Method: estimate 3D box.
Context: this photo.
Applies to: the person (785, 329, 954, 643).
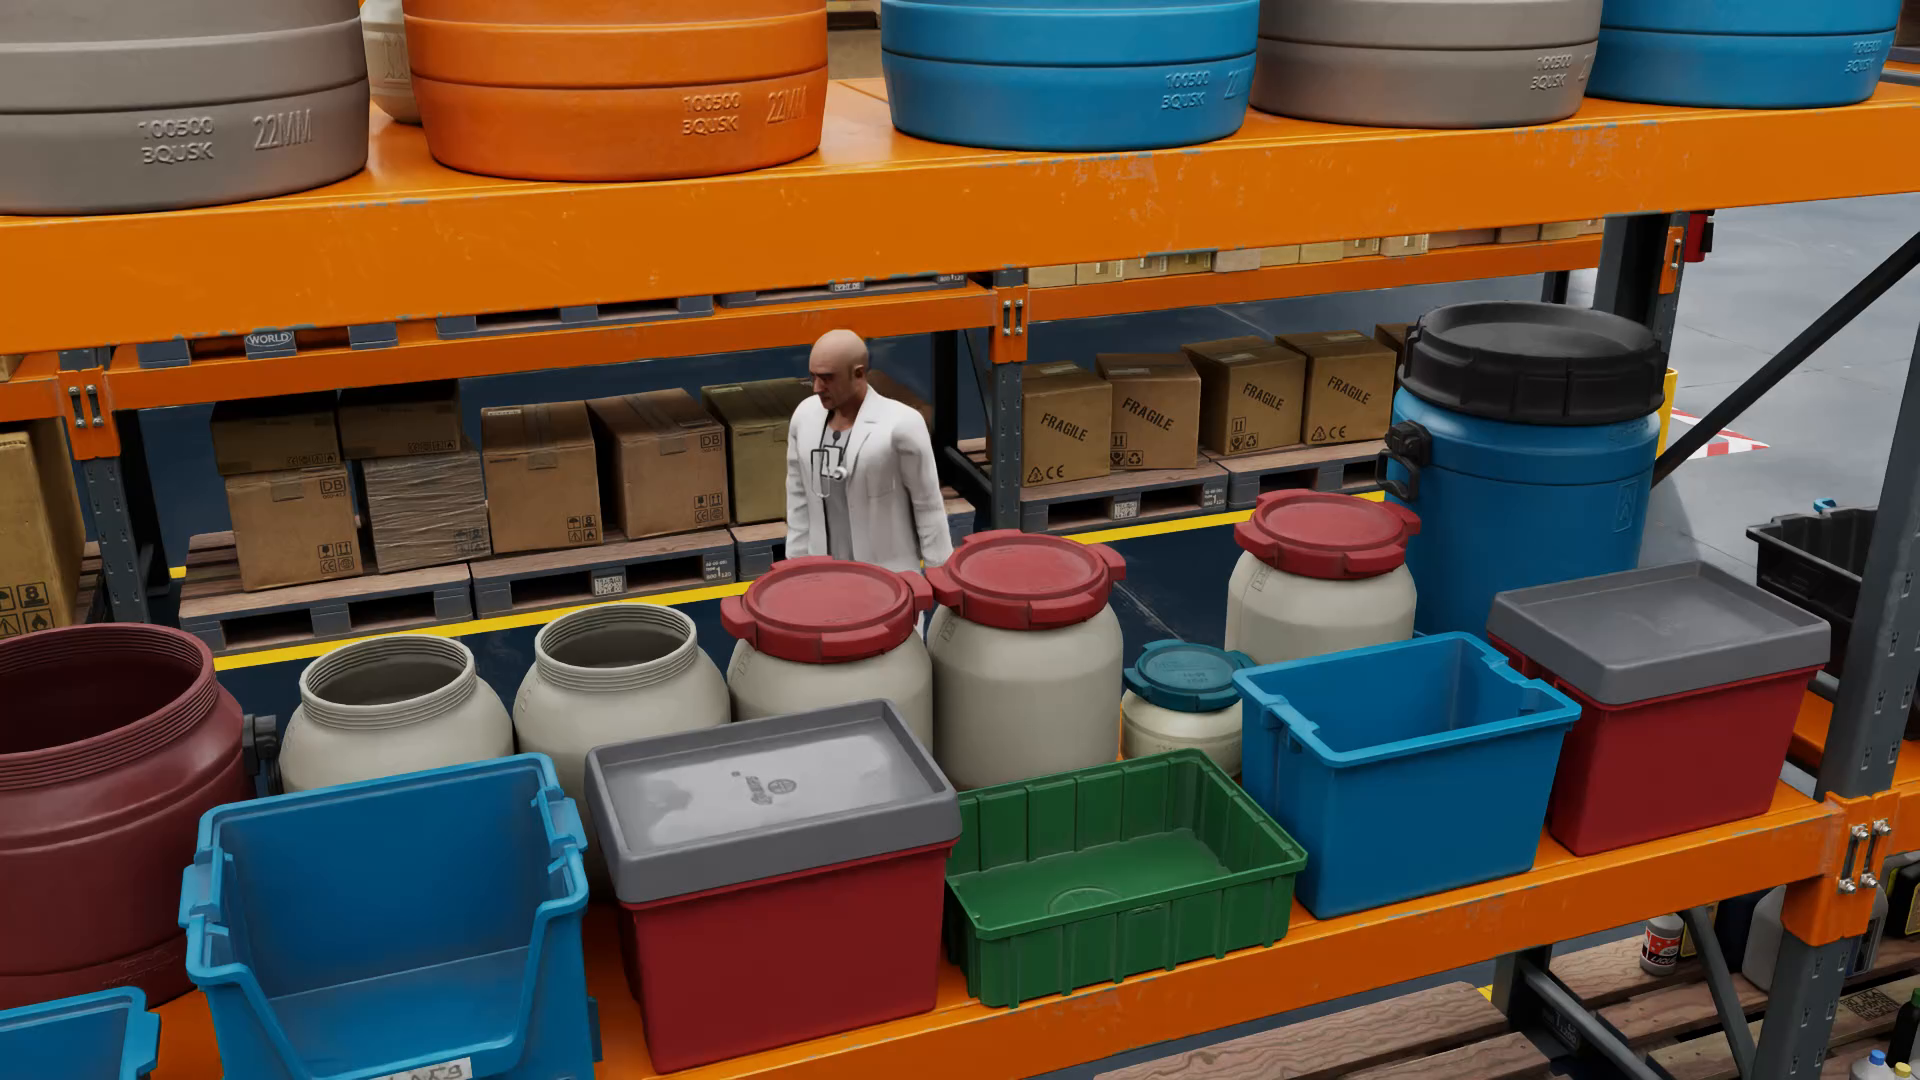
[{"bbox_3d":[-0.329,0.121,5.813,0.685,1.767,0.820,12,25,28],"label":"person"}]
